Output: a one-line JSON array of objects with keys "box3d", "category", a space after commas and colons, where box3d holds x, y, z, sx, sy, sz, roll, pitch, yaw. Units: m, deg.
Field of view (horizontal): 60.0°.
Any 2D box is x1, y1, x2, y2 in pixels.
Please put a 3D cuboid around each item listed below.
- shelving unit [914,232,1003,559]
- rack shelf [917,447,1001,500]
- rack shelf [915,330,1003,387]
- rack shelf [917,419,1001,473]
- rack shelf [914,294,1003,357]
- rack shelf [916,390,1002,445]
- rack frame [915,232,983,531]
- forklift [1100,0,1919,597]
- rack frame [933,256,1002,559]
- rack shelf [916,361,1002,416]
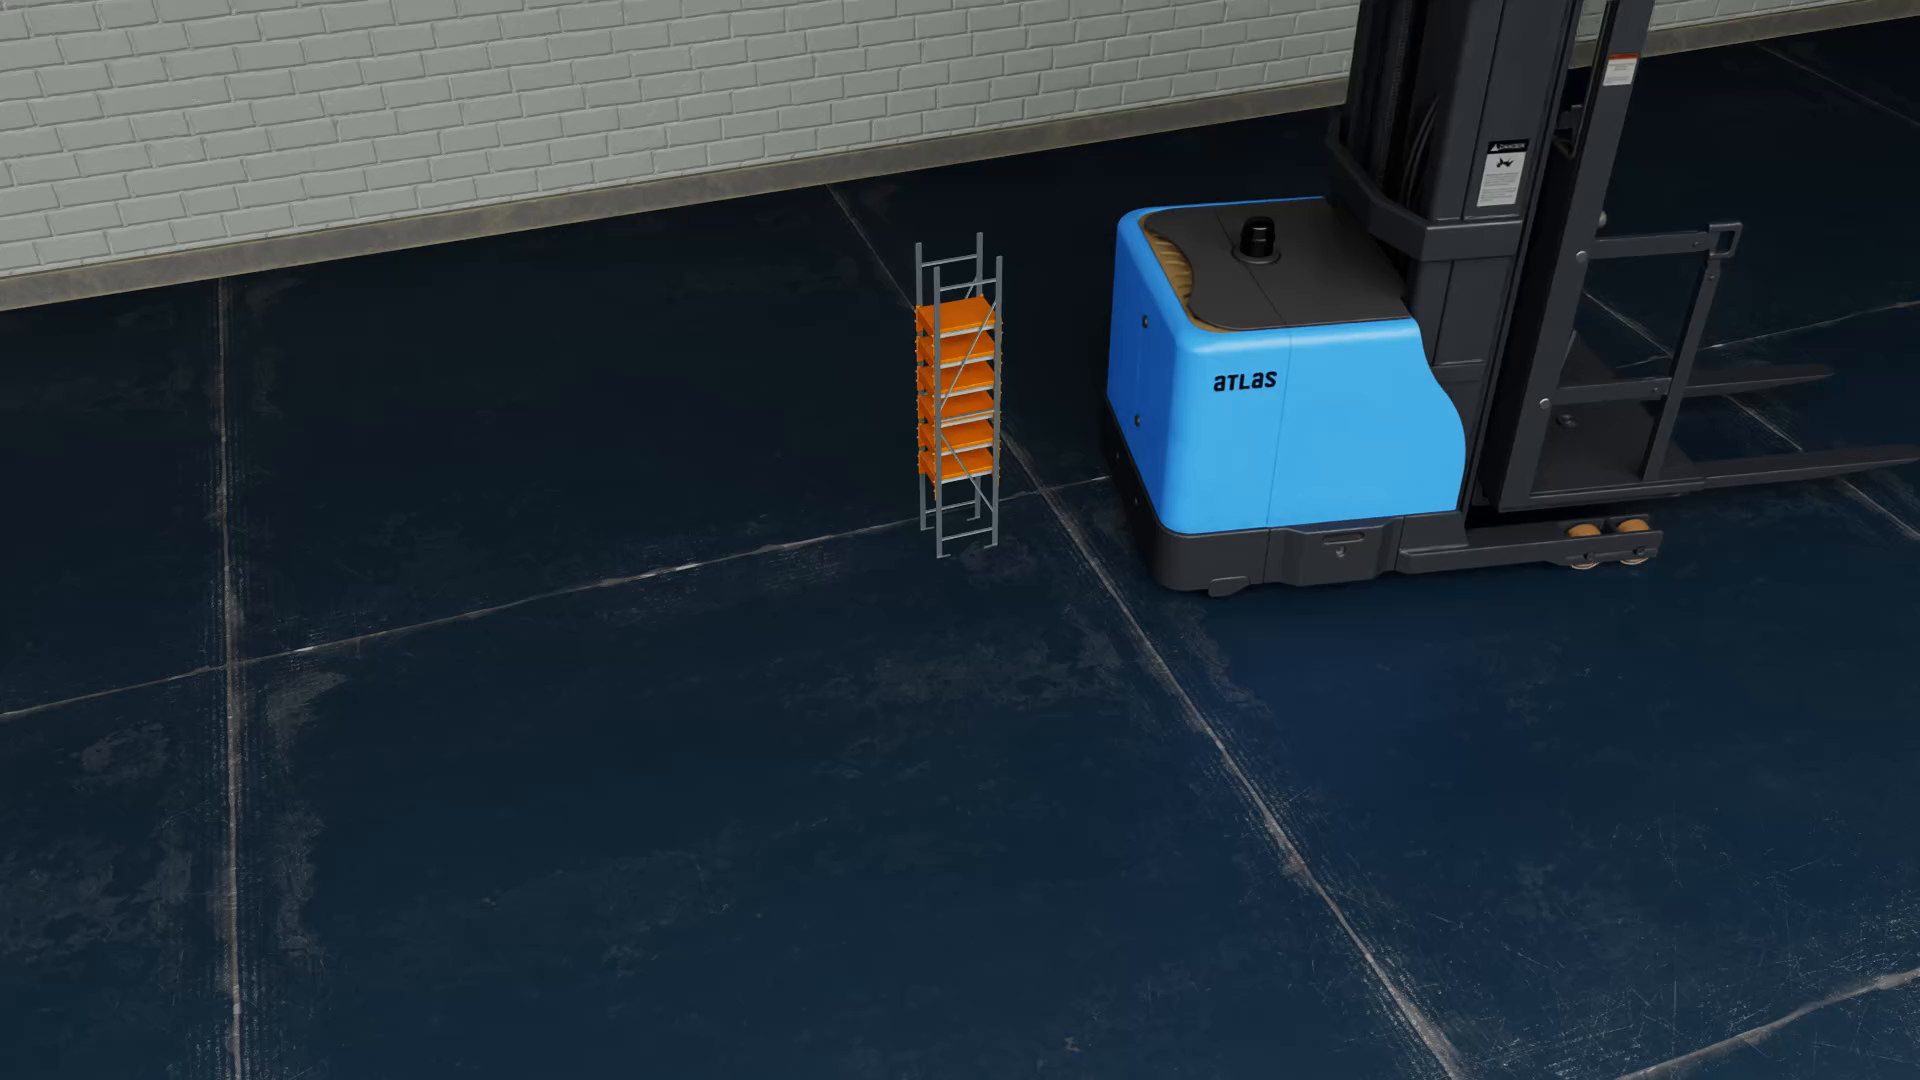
[{"box3d": [-0.005, -0.487, 5.900, 0.258, 1.200, 0.189, -12, 39, -16], "category": "shelving unit"}, {"box3d": [-0.005, -0.260, 6.071, 0.258, 0.103, 0.180, -12, 39, -16], "category": "rack shelf"}, {"box3d": [-0.005, -0.644, 5.782, 0.258, 0.103, 0.180, -12, 39, -16], "category": "rack shelf"}, {"box3d": [-0.005, -0.356, 5.999, 0.258, 0.103, 0.180, -12, 39, -16], "category": "rack shelf"}, {"box3d": [-0.005, -0.739, 5.710, 0.258, 0.103, 0.180, -12, 39, -16], "category": "rack shelf"}, {"box3d": [-0.005, -0.452, 5.927, 0.258, 0.103, 0.180, -12, 39, -16], "category": "rack shelf"}, {"box3d": [-0.036, -0.539, 5.968, 0.240, 1.200, 0.006, -12, 39, -16], "category": "rack frame"}, {"box3d": [2.121, -1.373, 5.636, 3.031, 2.935, 1.130, -5, 37, -7], "category": "forklift"}, {"box3d": [0.026, -0.436, 5.831, 0.240, 1.200, 0.006, -12, 39, -16], "category": "rack frame"}, {"box3d": [-0.005, -0.548, 5.854, 0.258, 0.103, 0.180, -12, 39, -16], "category": "rack shelf"}]
